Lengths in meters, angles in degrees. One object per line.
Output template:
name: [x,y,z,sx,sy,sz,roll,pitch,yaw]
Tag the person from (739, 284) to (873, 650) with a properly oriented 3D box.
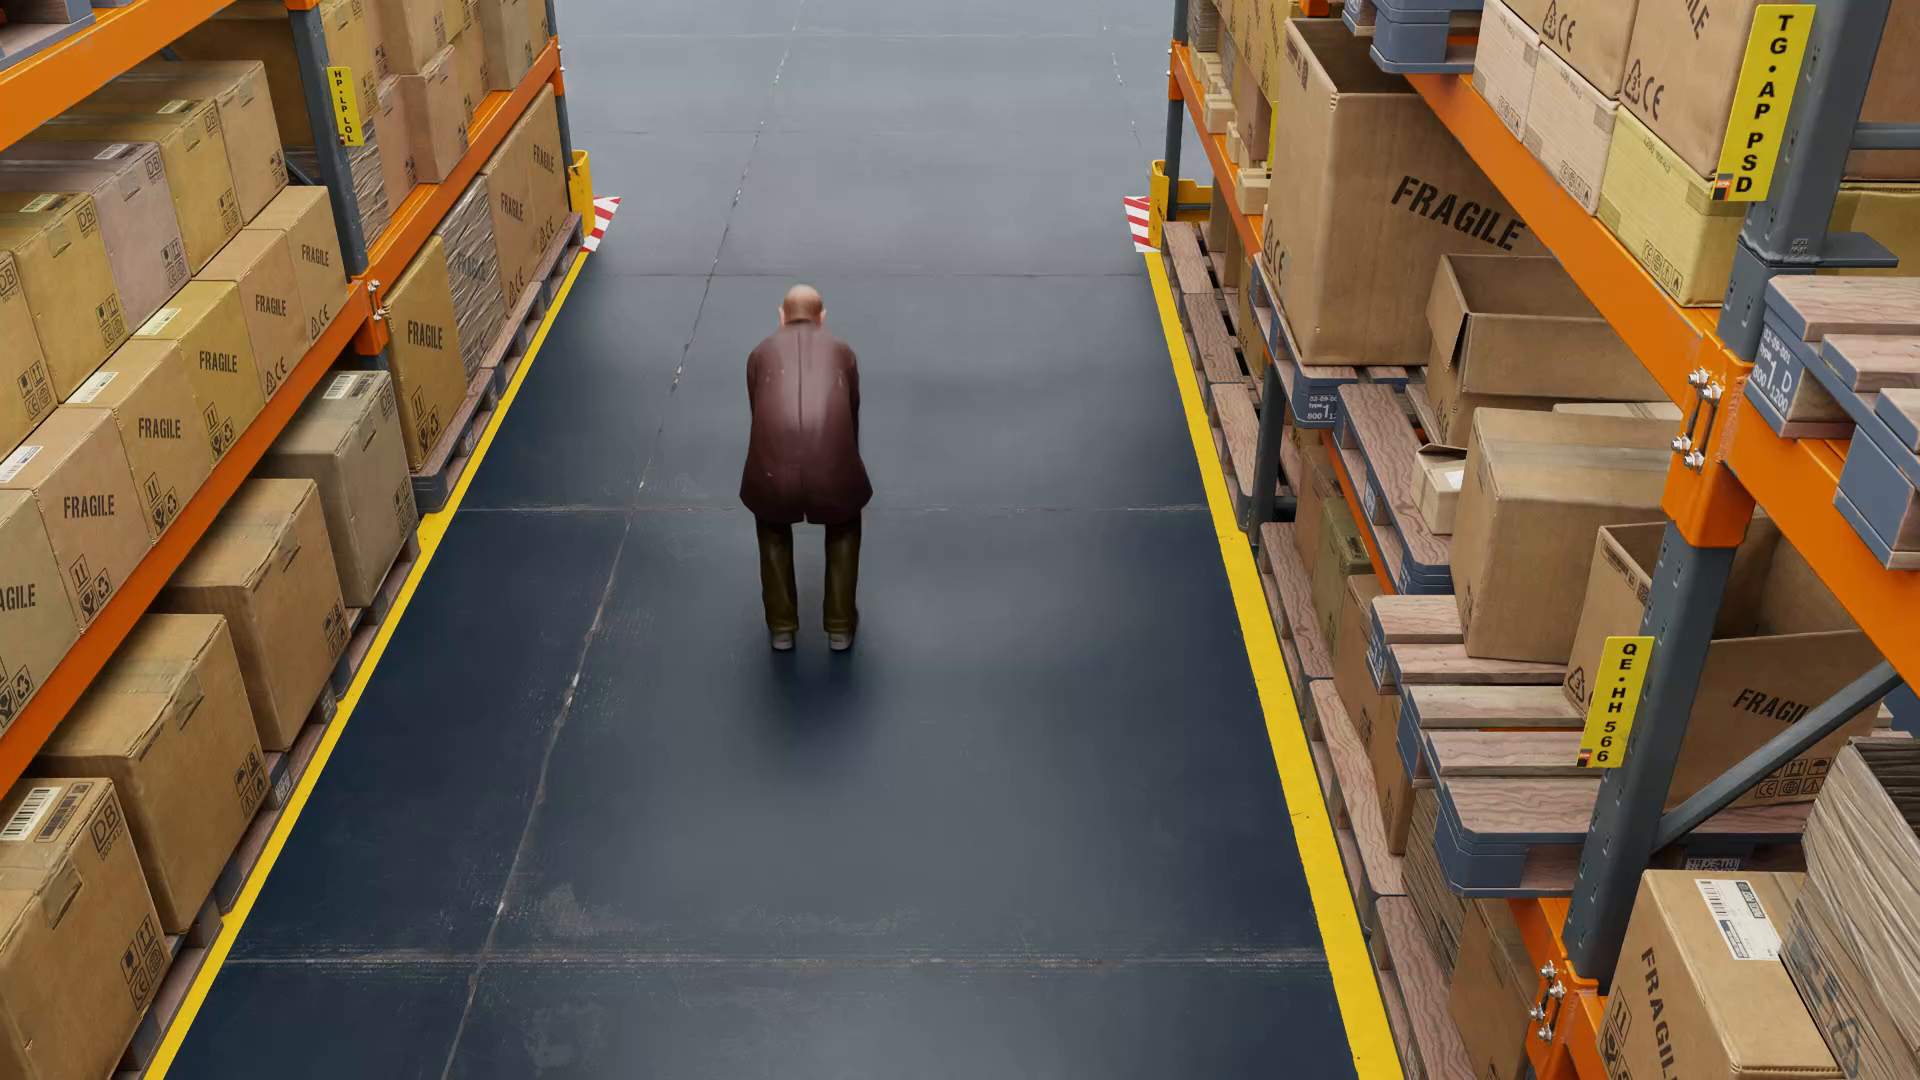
person: [-0.642,-0.292,7.055,0.554,1.344,0.891,-1,31,-2]
